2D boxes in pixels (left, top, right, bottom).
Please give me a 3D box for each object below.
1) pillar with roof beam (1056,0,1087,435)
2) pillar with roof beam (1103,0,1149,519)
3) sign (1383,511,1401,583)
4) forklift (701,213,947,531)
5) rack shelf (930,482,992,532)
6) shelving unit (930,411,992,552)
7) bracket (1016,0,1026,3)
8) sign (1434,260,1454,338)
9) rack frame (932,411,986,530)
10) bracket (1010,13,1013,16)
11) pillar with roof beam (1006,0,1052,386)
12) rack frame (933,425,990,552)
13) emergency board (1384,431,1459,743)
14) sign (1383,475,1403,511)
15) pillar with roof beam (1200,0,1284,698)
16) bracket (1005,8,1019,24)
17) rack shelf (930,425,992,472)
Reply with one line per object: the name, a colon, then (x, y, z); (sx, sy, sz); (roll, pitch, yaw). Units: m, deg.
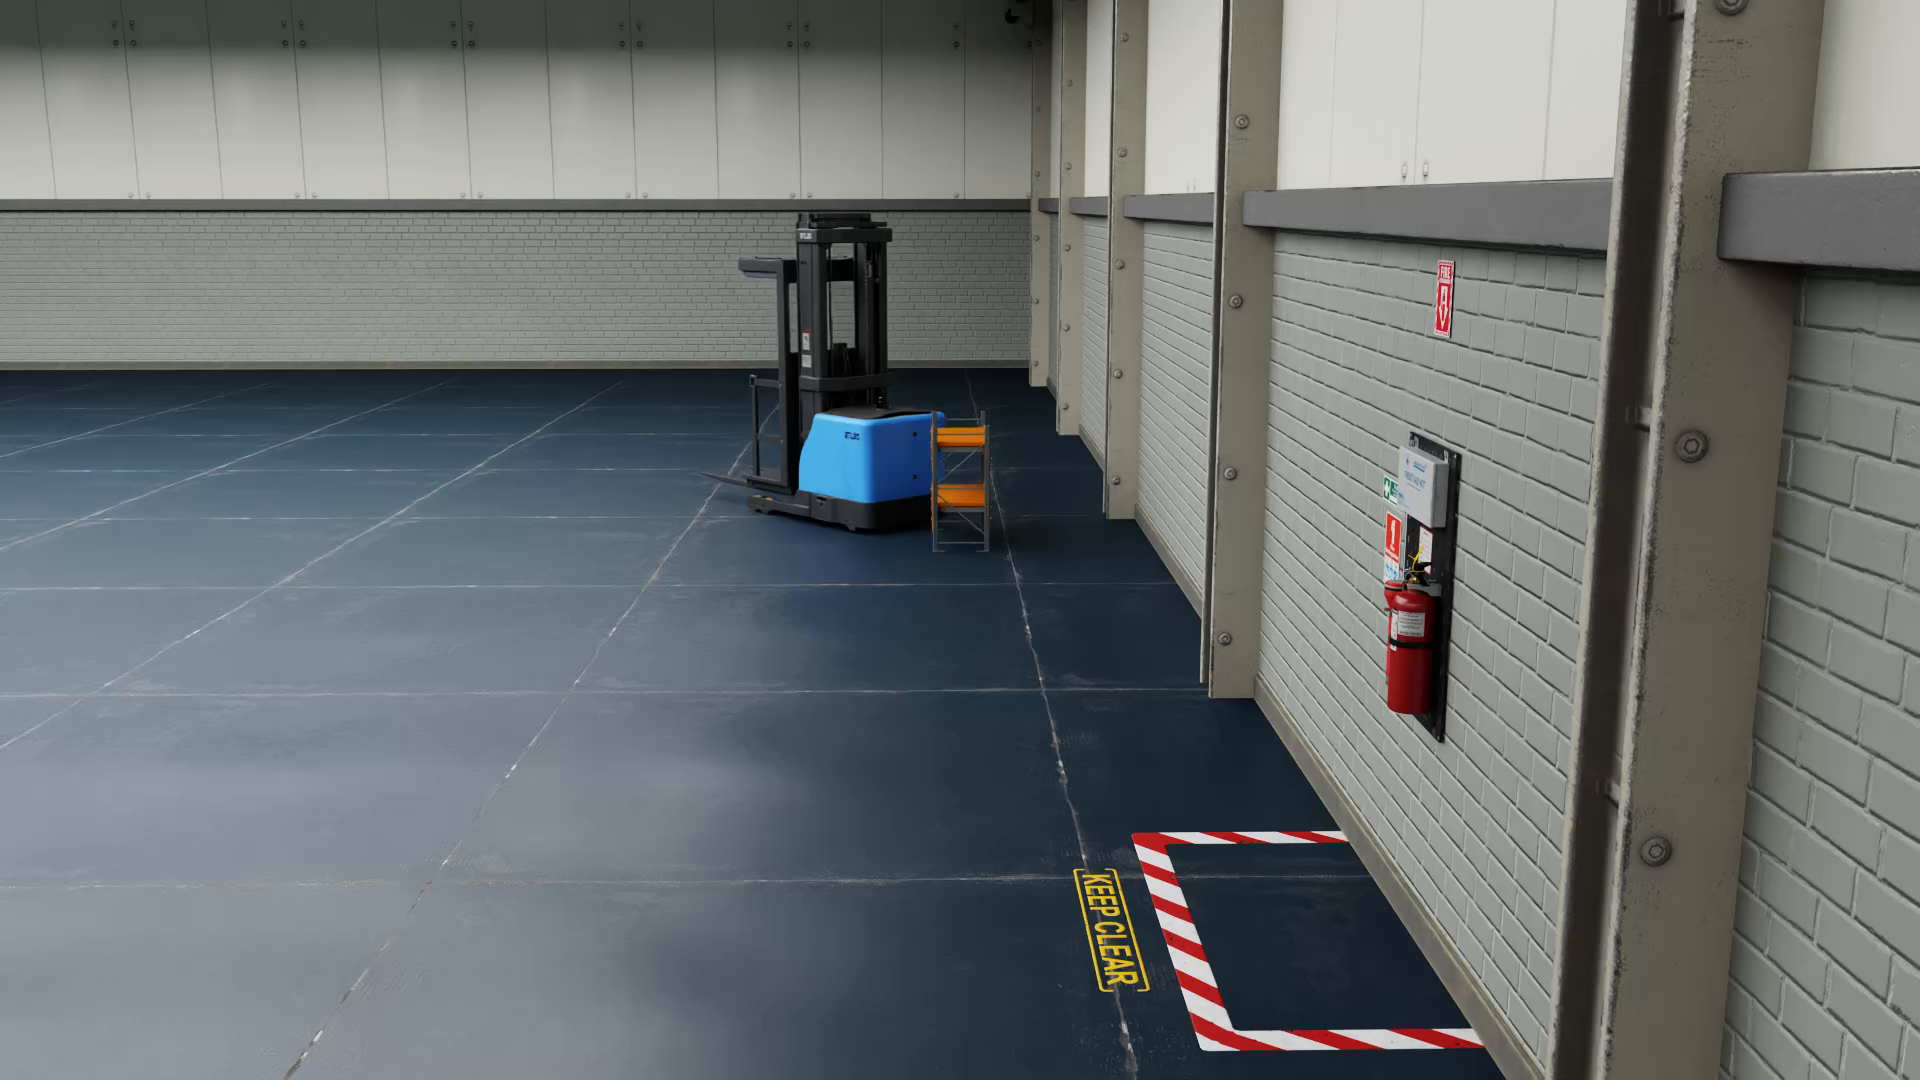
pillar with roof beam: (-2.840, -5.830, 21.356); (9.100, 9.000, 0.400); (0, 11, -1)
pillar with roof beam: (-2.716, -4.638, 15.477); (9.100, 9.000, 0.400); (0, 11, -1)
sign: (1.914, 0.051, 7.366); (0.001, 0.329, 0.234); (0, 11, -1)
forklift: (-1.486, -1.754, 16.524); (1.130, 2.935, 3.031); (-10, 15, -41)
rack shelf: (0.000, -0.310, 15.180); (0.538, 0.278, 1.000); (0, 11, -1)
shelving unit: (0.000, -0.550, 15.132); (0.538, 1.125, 1.048); (0, 11, -1)
bracket: (0.993, -8.721, 26.551); (0.235, 0.232, 0.430); (0, 11, -1)
sign: (1.922, -0.959, 6.605); (0.001, 0.298, 0.199); (0, 11, -1)
rack frame: (-0.010, -0.651, 15.630); (0.500, 1.125, 0.032); (0, 11, -1)
bracket: (0.939, -9.240, 29.107); (0.076, 0.066, 3.189); (0, 11, -1)
pillar with roof beam: (-2.964, -7.023, 27.235); (9.100, 9.000, 0.548); (0, 11, -1)
rack frame: (0.011, -0.449, 14.633); (0.500, 1.125, 0.032); (0, 11, -1)
emergency board: (1.823, 0.179, 6.825); (0.194, 1.169, 0.643); (0, 11, -1)
sign: (1.906, -0.208, 7.308); (0.001, 0.109, 0.331); (0, 11, -1)
pillar with roof beam: (-2.592, -3.445, 9.598); (9.100, 9.000, 0.400); (0, 11, -1)
bracket: (0.927, -9.357, 29.686); (0.235, 0.232, 0.430); (0, 11, -1)
rack shelf: (0.000, -0.837, 15.073); (0.538, 0.278, 1.000); (0, 11, -1)
